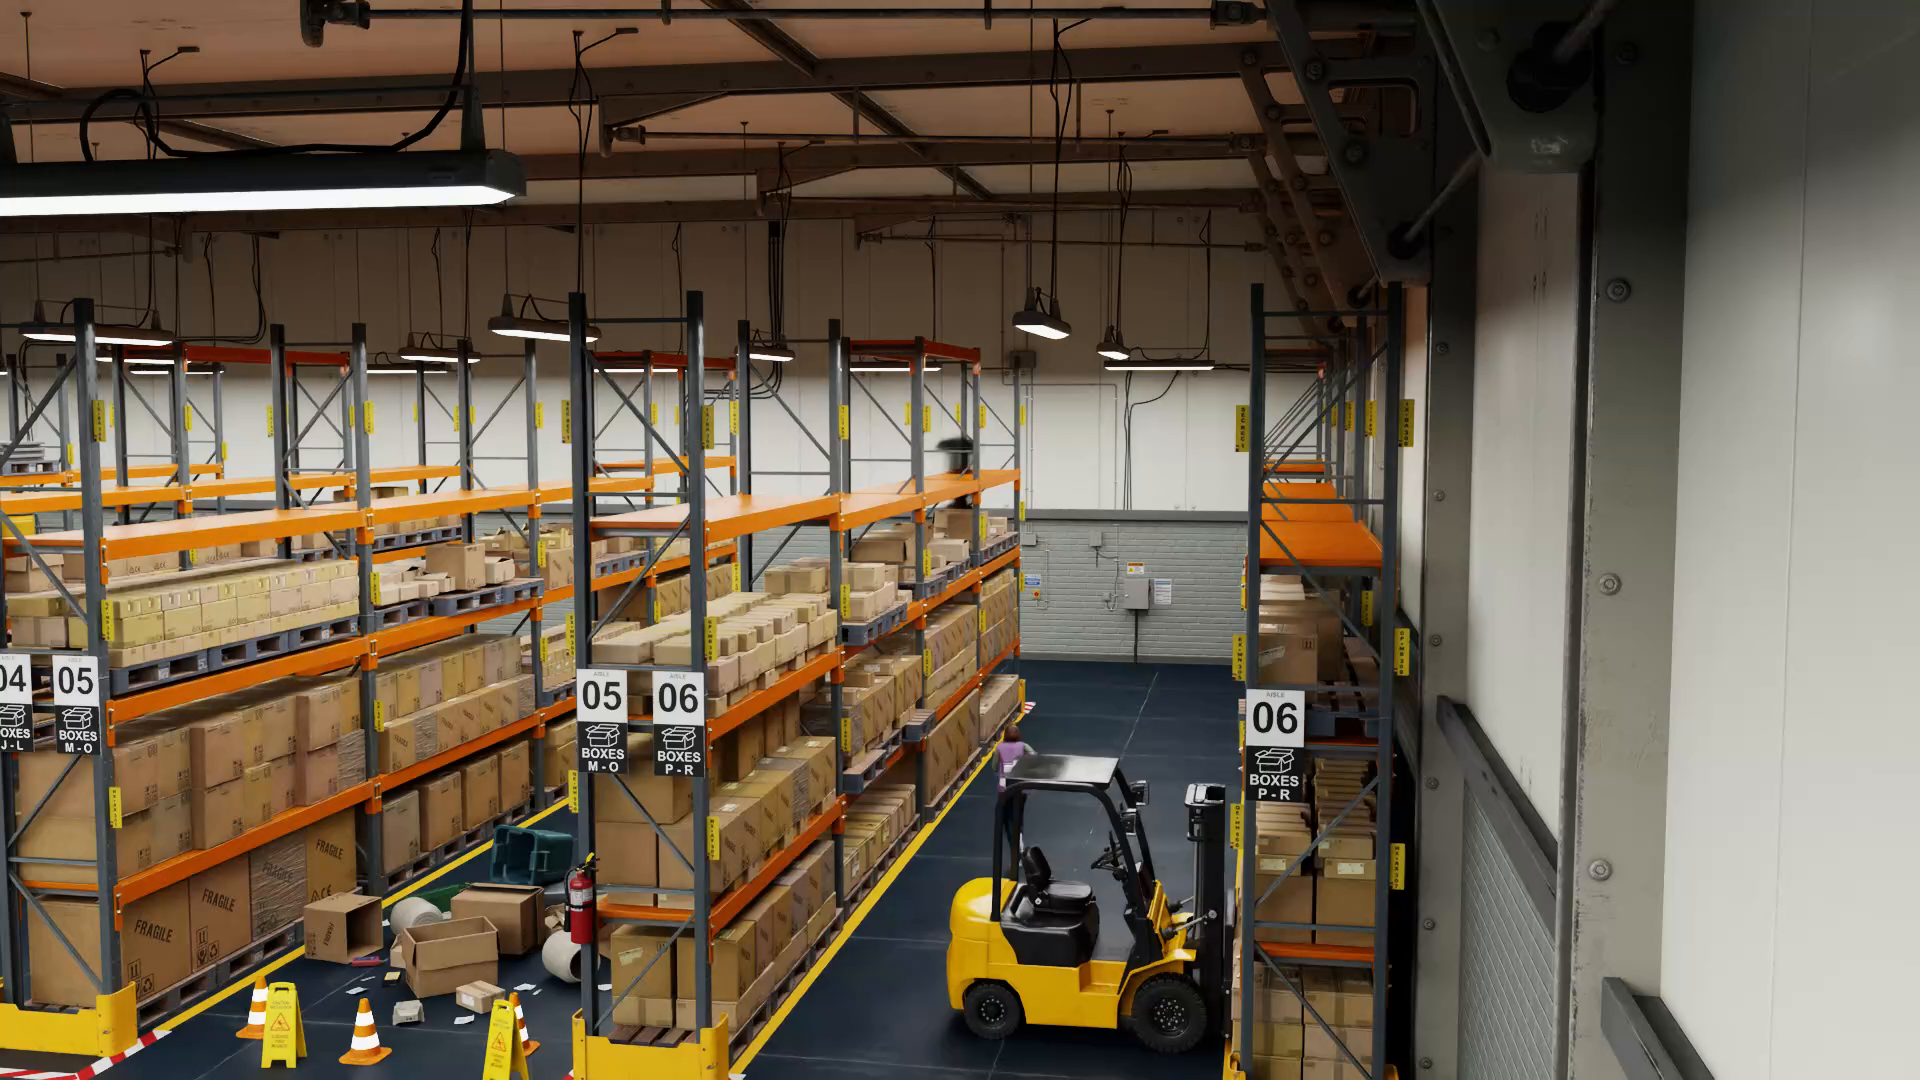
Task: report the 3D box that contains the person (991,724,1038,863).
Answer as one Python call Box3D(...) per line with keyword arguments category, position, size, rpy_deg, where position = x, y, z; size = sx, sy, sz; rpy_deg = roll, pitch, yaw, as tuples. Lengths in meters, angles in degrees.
Box3D(category="person", position=(0.623, 2.875, 18.922), size=(0.529, 1.514, 0.784), rpy_deg=(0, 5, -4))
